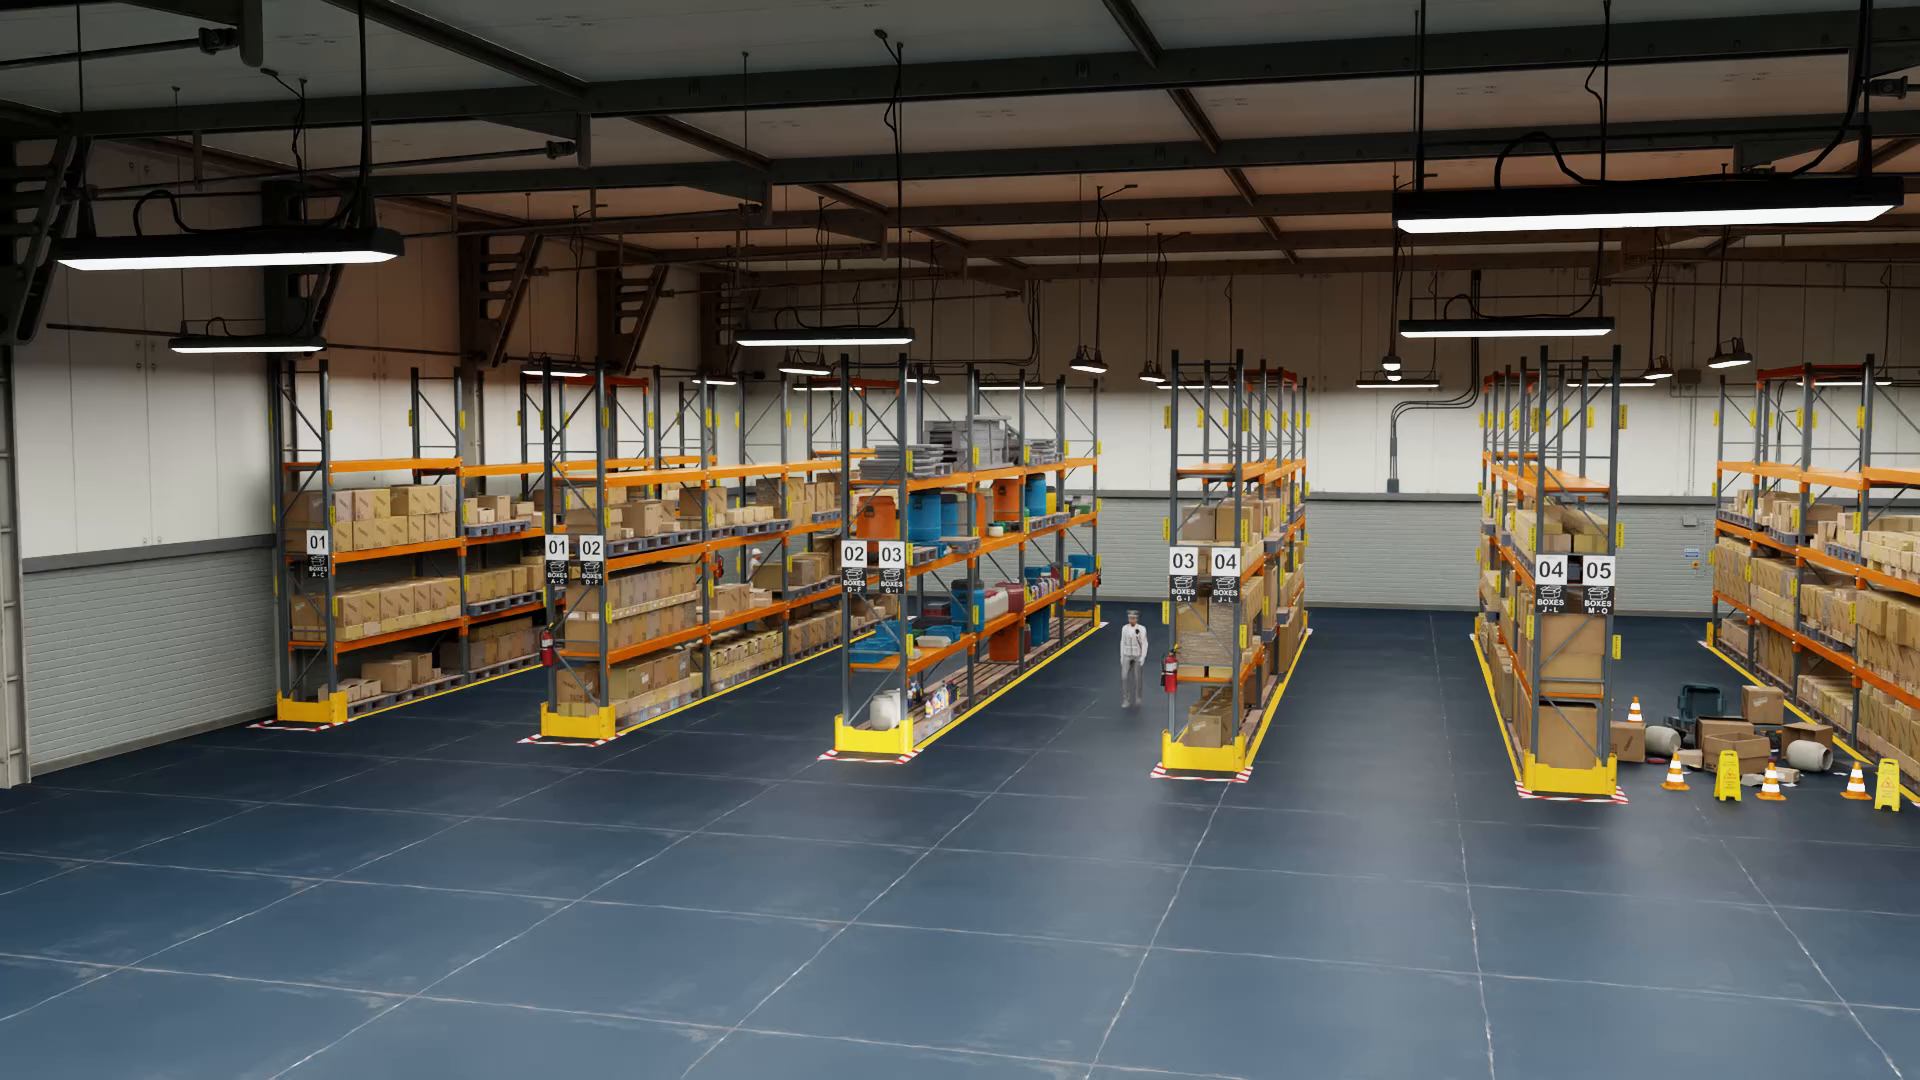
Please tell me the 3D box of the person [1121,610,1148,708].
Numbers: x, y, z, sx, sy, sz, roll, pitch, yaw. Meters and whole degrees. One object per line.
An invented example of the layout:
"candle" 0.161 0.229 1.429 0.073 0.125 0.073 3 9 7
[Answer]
"person" 3.044 2.086 29.183 0.525 1.714 0.524 2 4 23

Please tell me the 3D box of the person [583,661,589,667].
"person" -7.374 1.762 33.871 0.586 1.569 1.039 0 4 5

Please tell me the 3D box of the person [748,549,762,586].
"person" -5.141 1.127 41.660 0.519 1.825 0.586 -1 4 -16
